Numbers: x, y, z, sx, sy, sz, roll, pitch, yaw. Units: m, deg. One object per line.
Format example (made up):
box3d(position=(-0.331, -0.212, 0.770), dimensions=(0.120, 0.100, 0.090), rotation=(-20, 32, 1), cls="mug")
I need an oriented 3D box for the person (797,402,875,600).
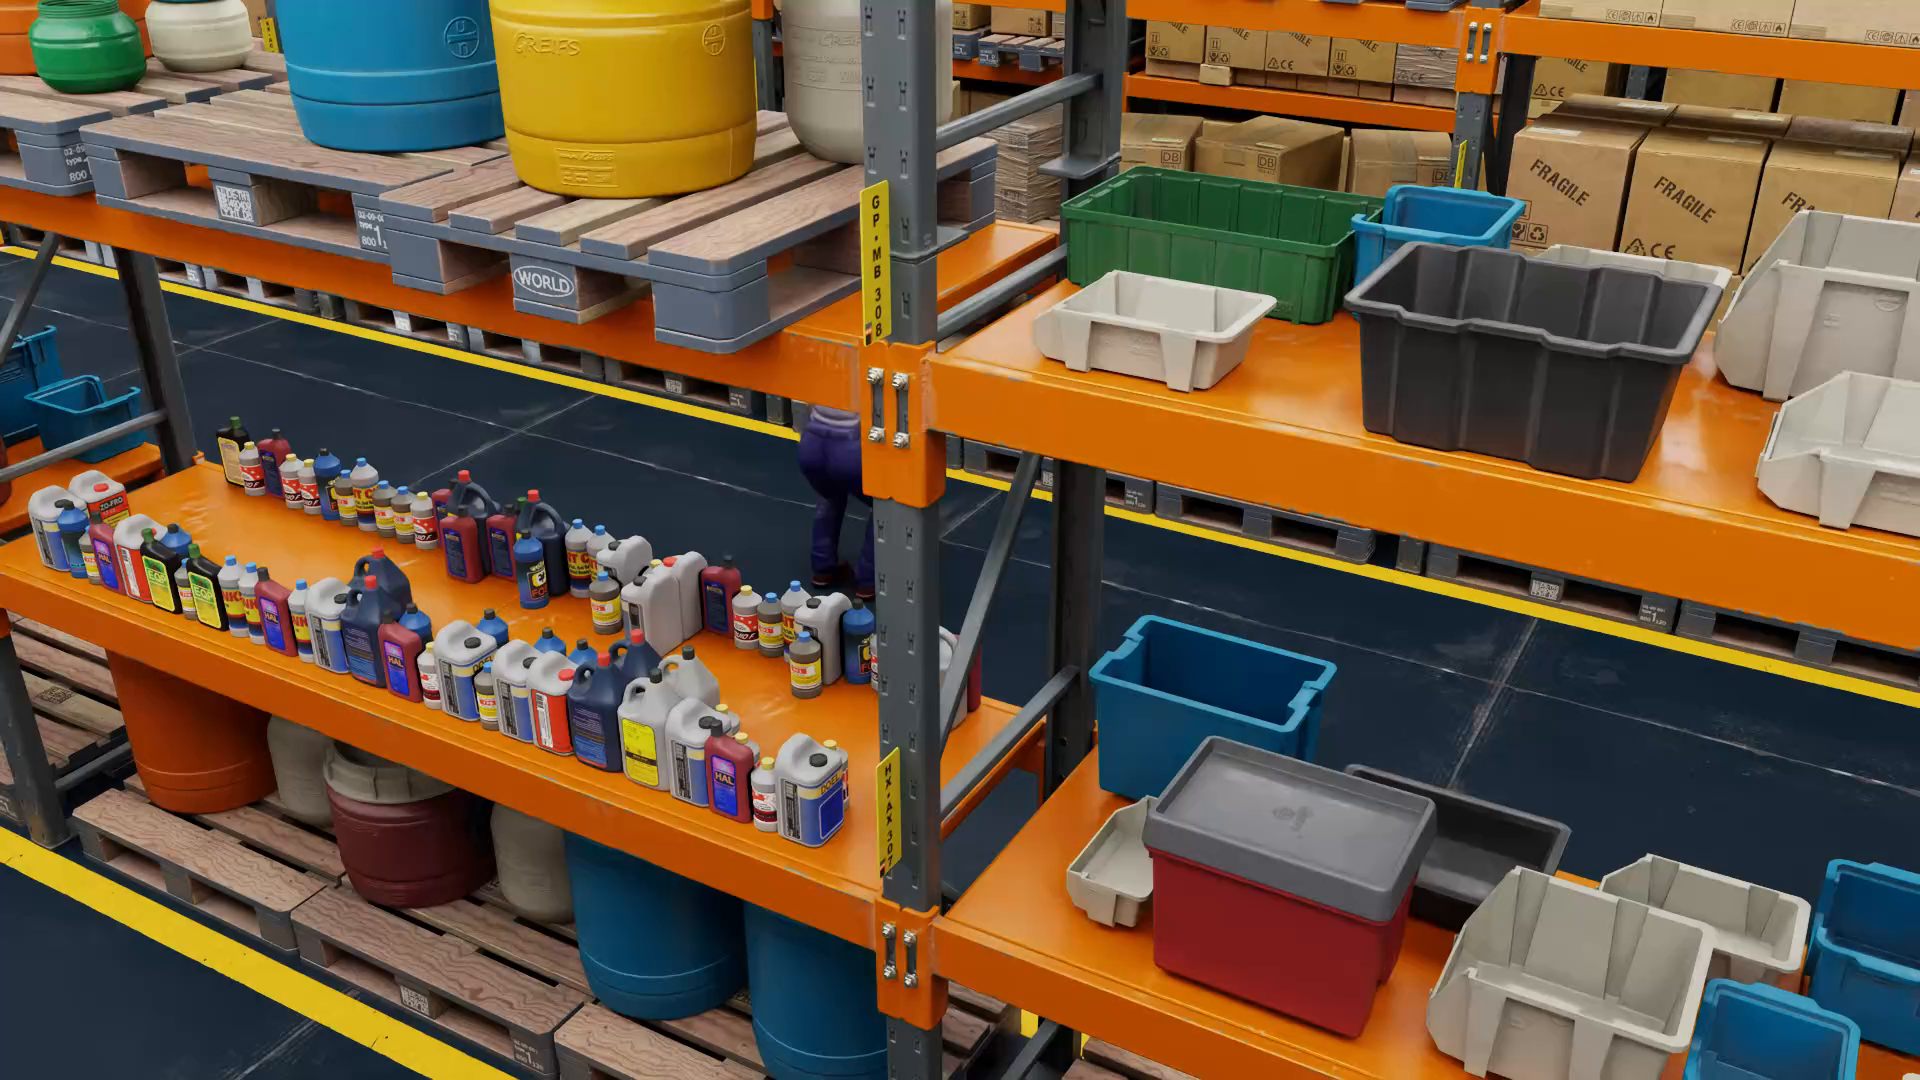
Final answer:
box3d(position=(-0.568, -0.457, 8.208), dimensions=(0.522, 1.510, 0.529), rotation=(15, 30, 27), cls="person")
